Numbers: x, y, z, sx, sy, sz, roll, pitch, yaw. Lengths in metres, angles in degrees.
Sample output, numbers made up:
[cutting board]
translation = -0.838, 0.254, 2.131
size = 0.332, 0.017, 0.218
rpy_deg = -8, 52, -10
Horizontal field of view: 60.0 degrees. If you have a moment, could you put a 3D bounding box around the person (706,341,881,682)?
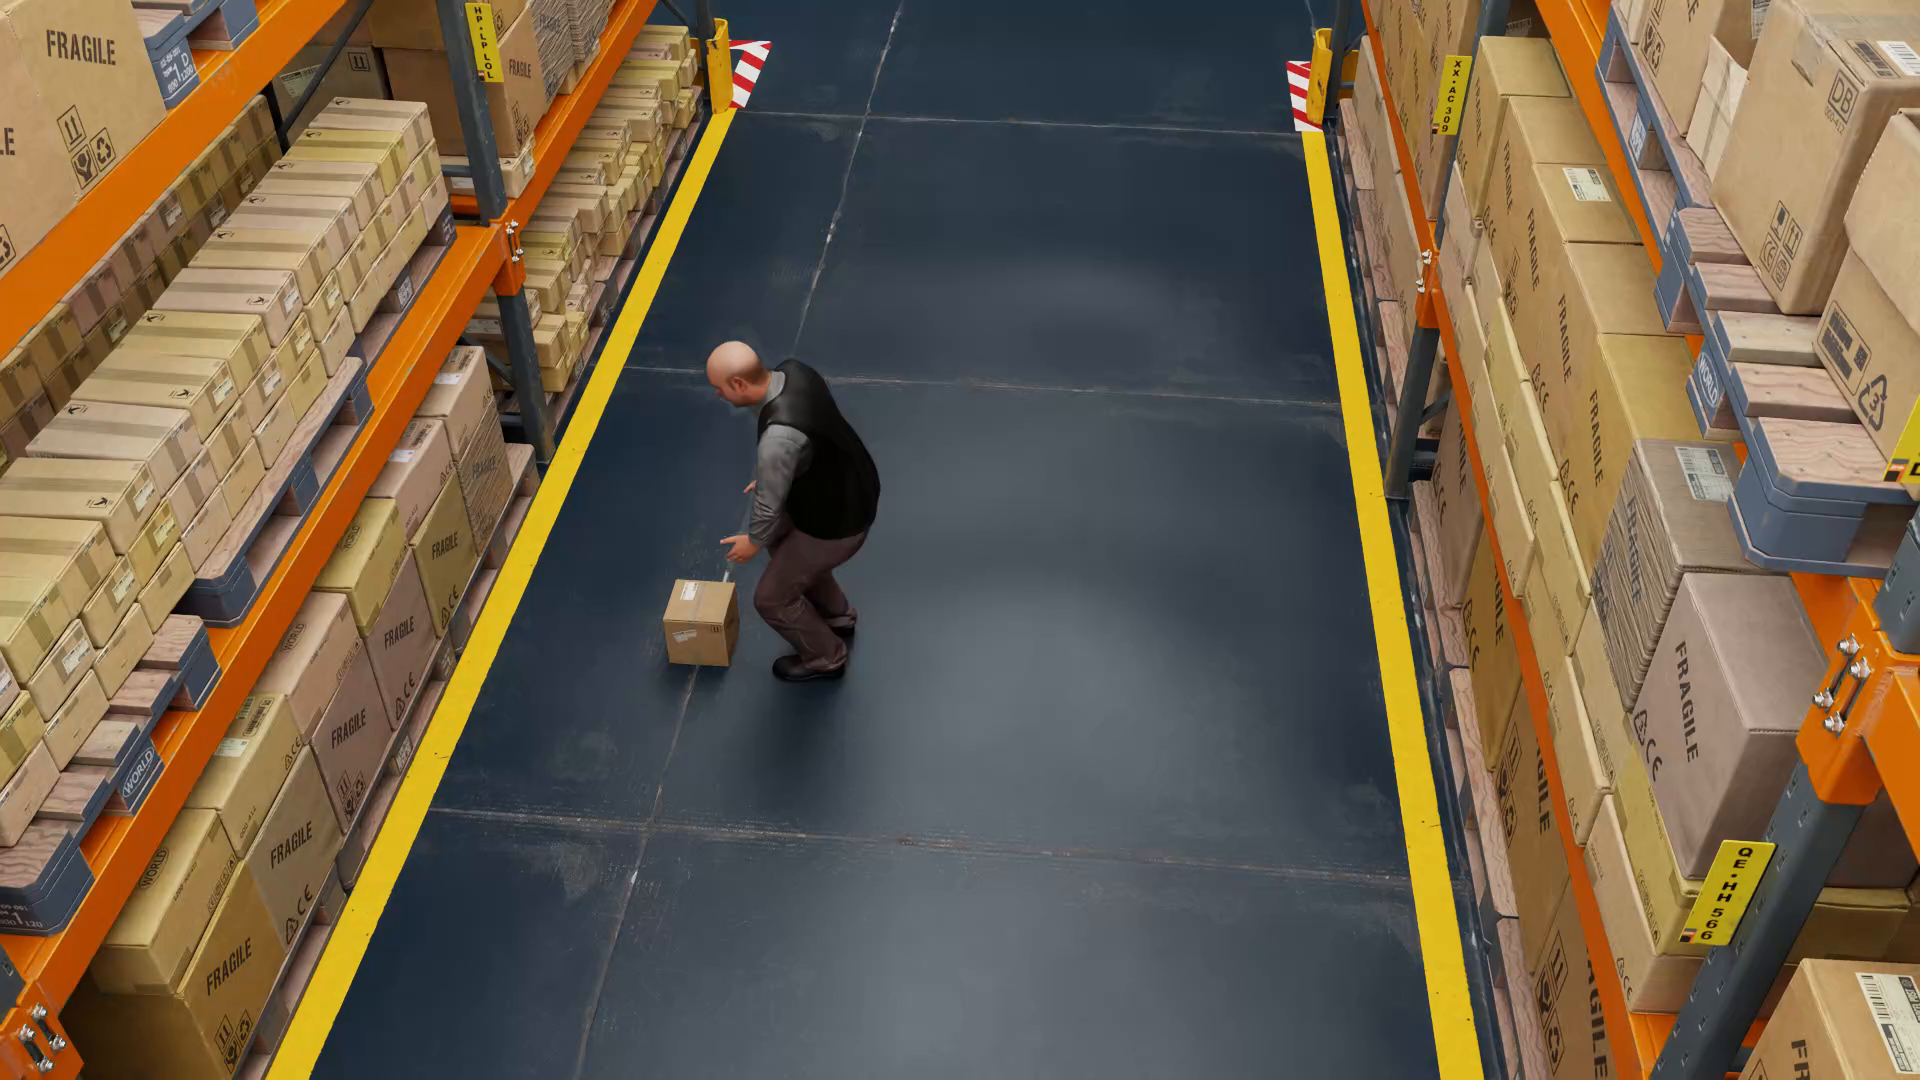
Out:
[person]
translation = -0.618, -0.101, 6.449
size = 0.602, 1.538, 0.586
rpy_deg = 4, 40, 4
